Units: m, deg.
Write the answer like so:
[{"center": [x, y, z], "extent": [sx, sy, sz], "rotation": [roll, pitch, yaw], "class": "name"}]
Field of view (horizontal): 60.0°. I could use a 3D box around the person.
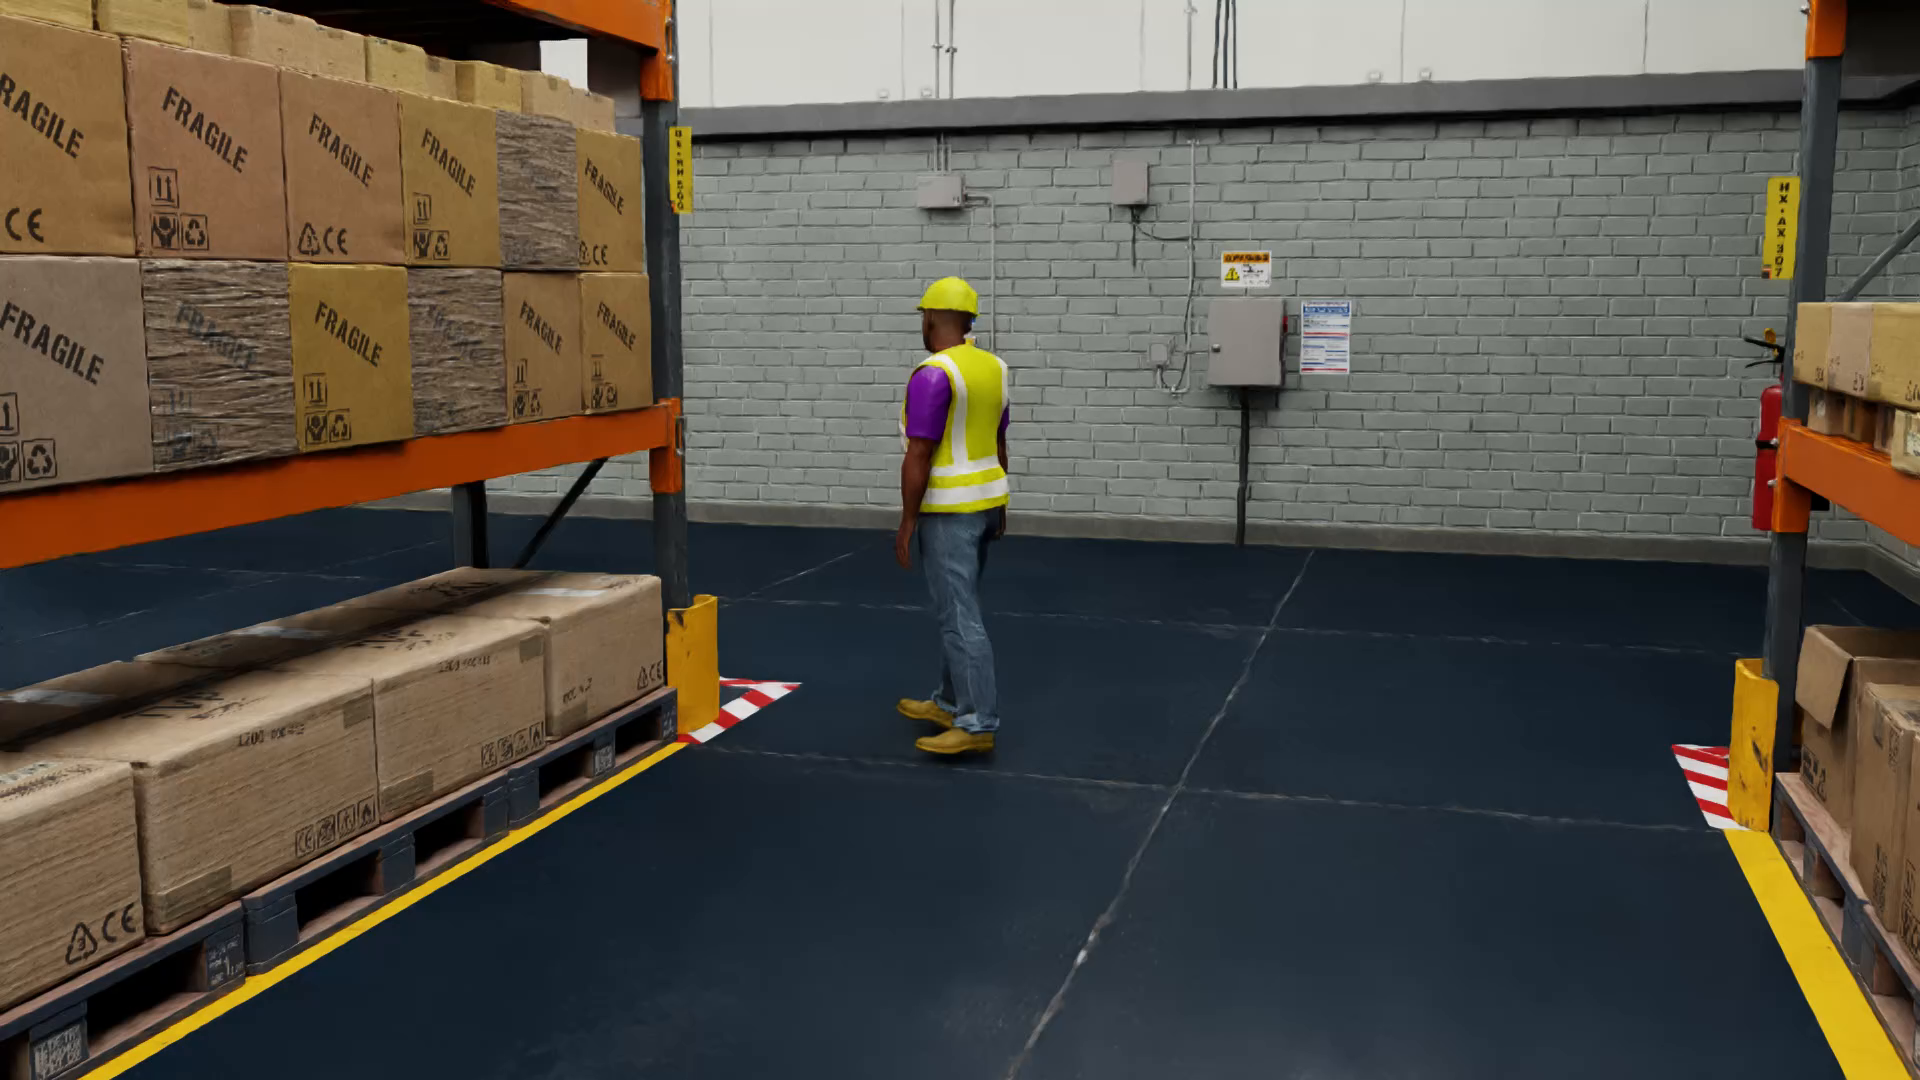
[{"center": [-0.052, -0.114, 6.361], "extent": [0.580, 1.763, 0.700], "rotation": [4, 9, 27], "class": "person"}]
